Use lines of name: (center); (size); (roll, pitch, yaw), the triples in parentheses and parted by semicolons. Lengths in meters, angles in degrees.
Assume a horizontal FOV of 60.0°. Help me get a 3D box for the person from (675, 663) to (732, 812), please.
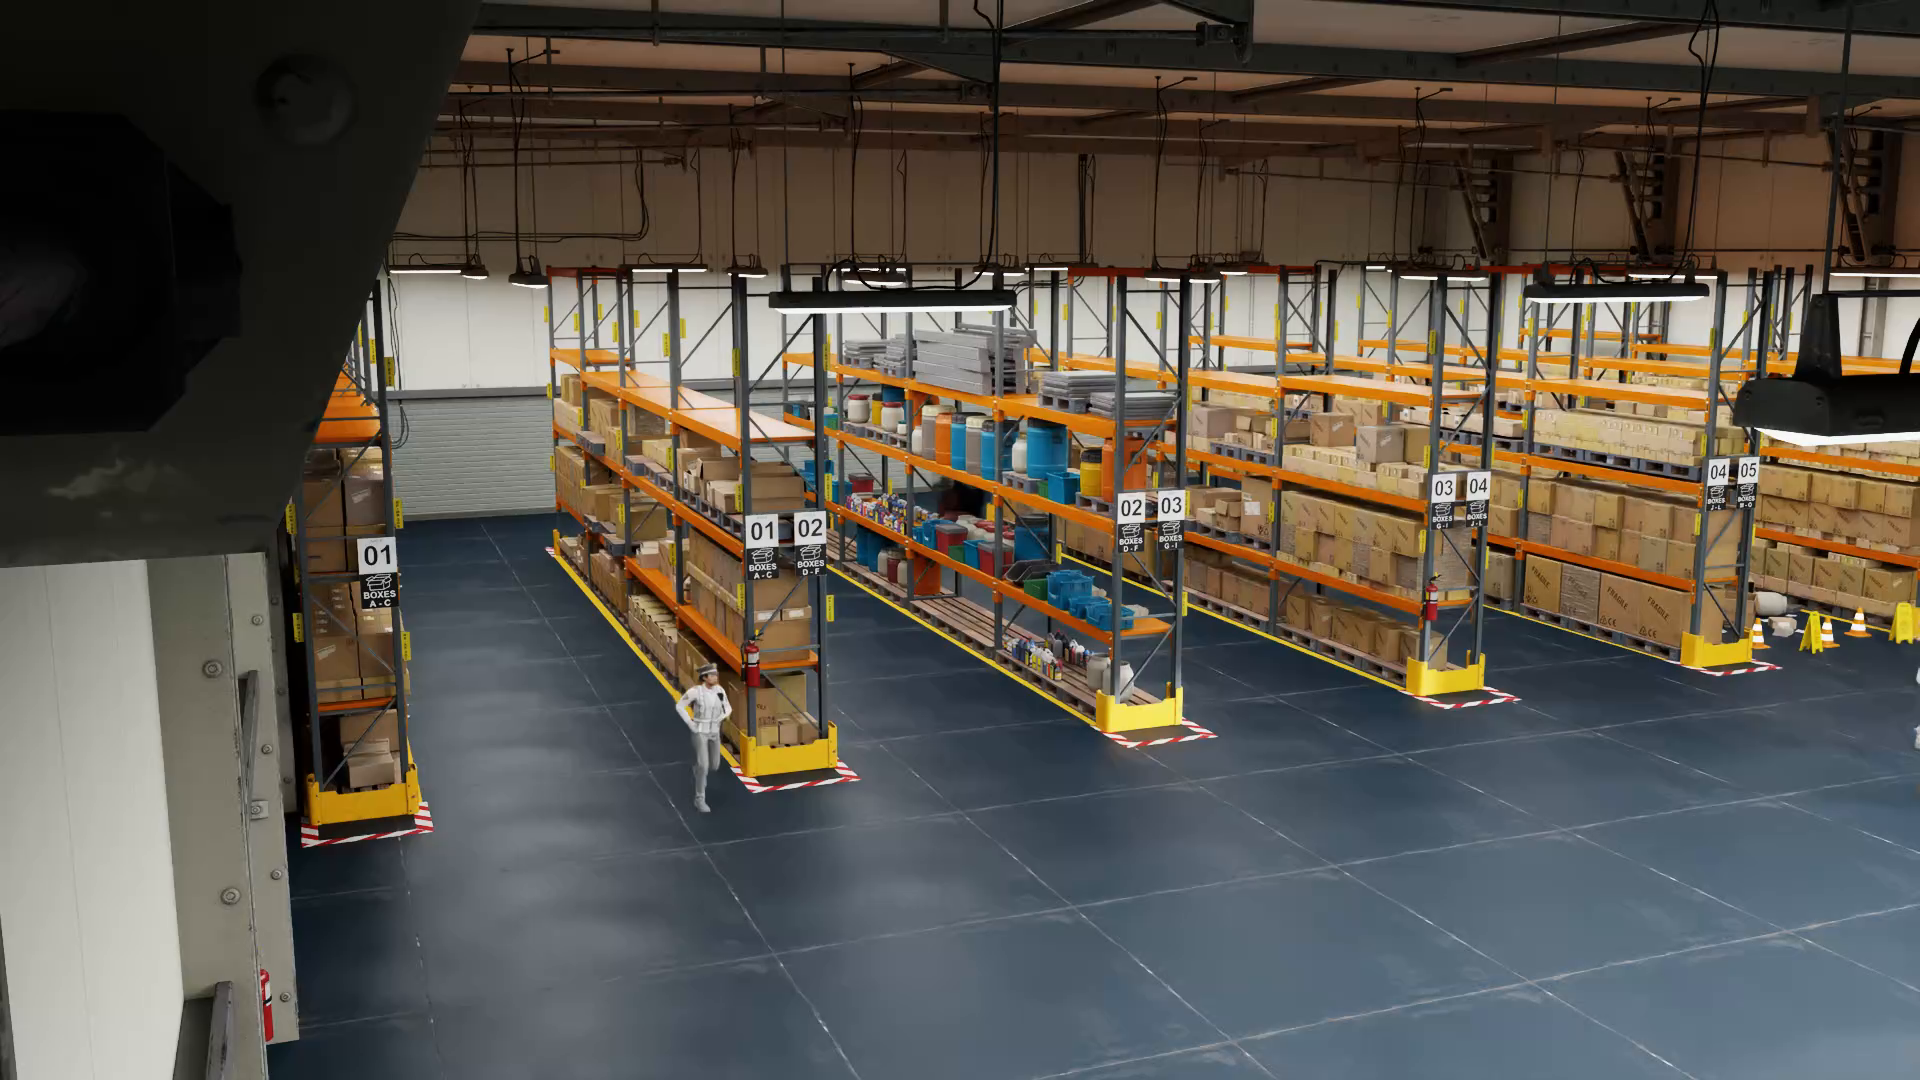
person: (-2.927, 2.222, 19.258); (0.645, 1.645, 0.782); (-7, 12, -37)

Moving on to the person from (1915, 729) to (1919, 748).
person: (12.551, 1.818, 21.137); (0.599, 1.744, 0.686); (2, 10, 14)
